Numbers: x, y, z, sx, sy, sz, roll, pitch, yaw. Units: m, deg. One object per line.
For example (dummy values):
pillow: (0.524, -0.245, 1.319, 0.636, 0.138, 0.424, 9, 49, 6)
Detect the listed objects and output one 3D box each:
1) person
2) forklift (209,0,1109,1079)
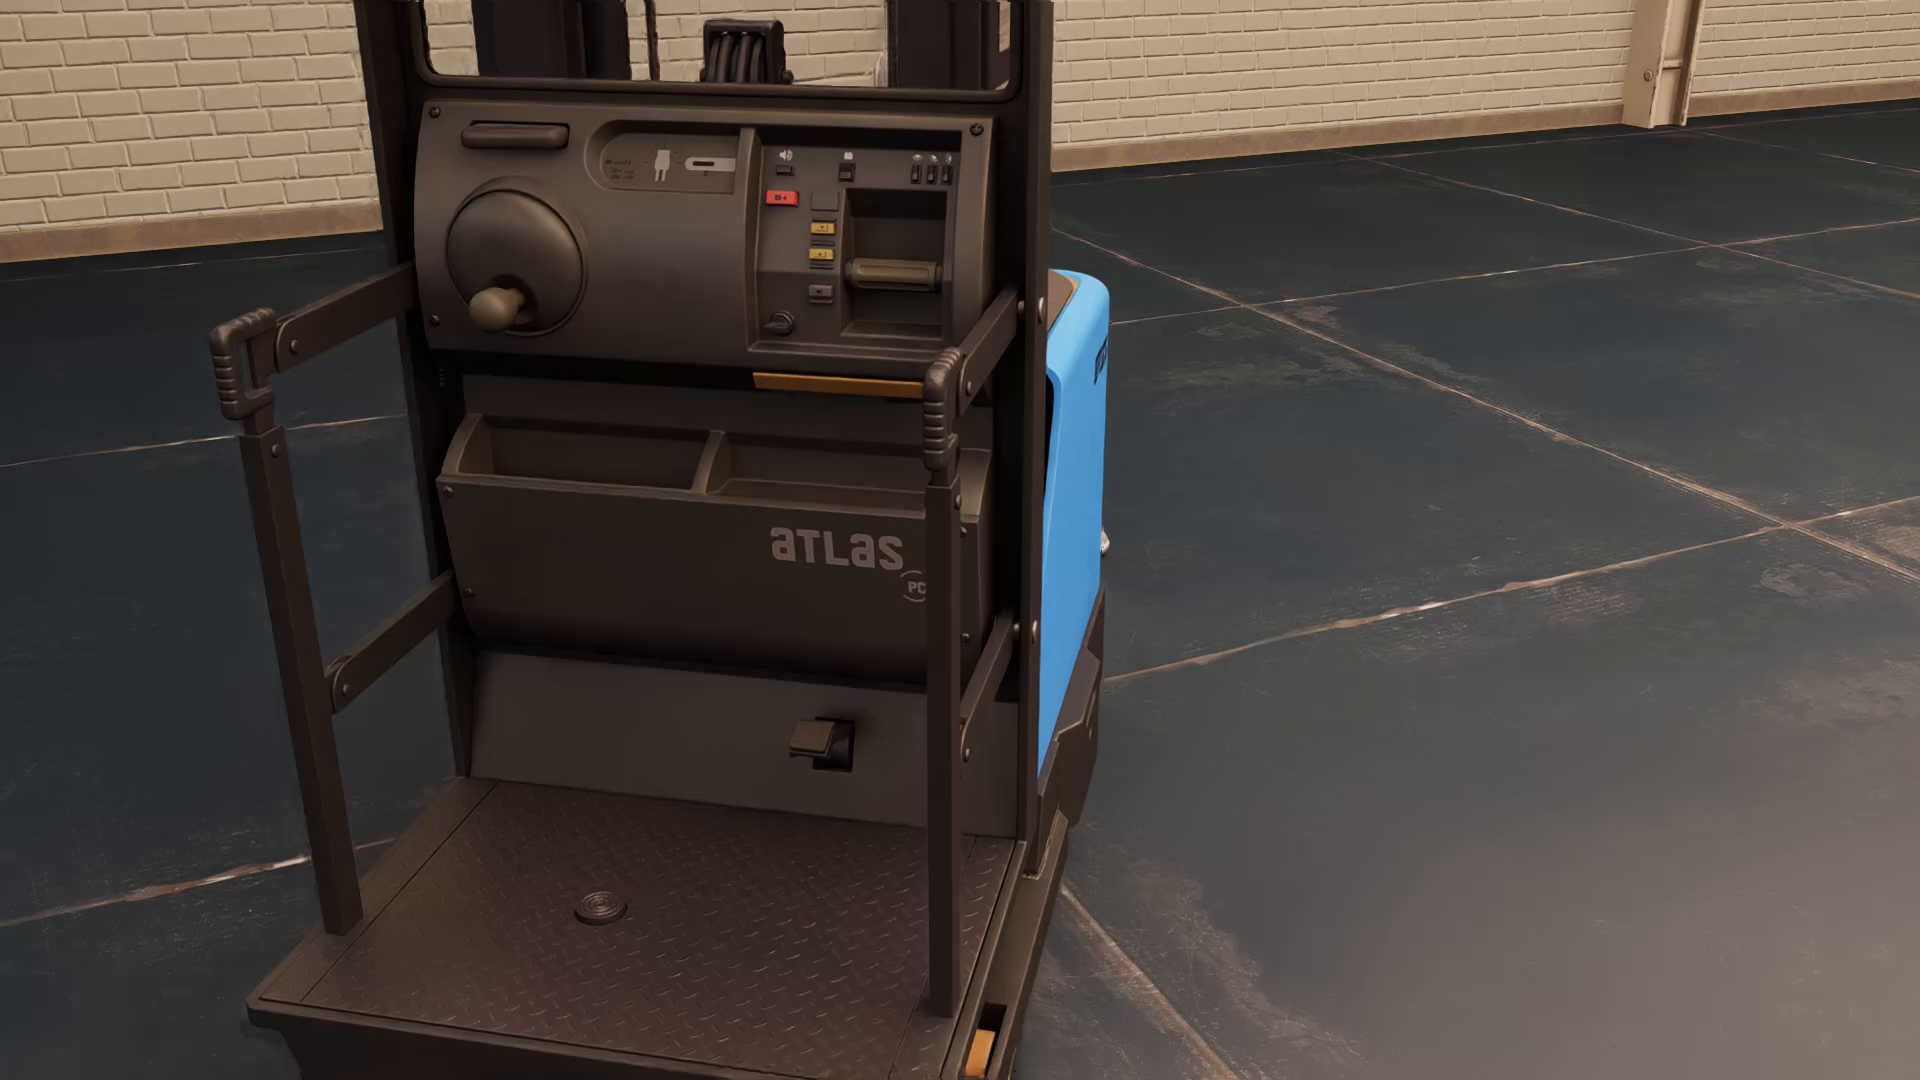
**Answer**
person: (0.076, -0.839, 4.783, 0.574, 1.781, 0.641, -10, 25, -23)
forklift: (-0.453, -0.462, 2.397, 1.130, 2.935, 3.031, 5, 23, 11)
